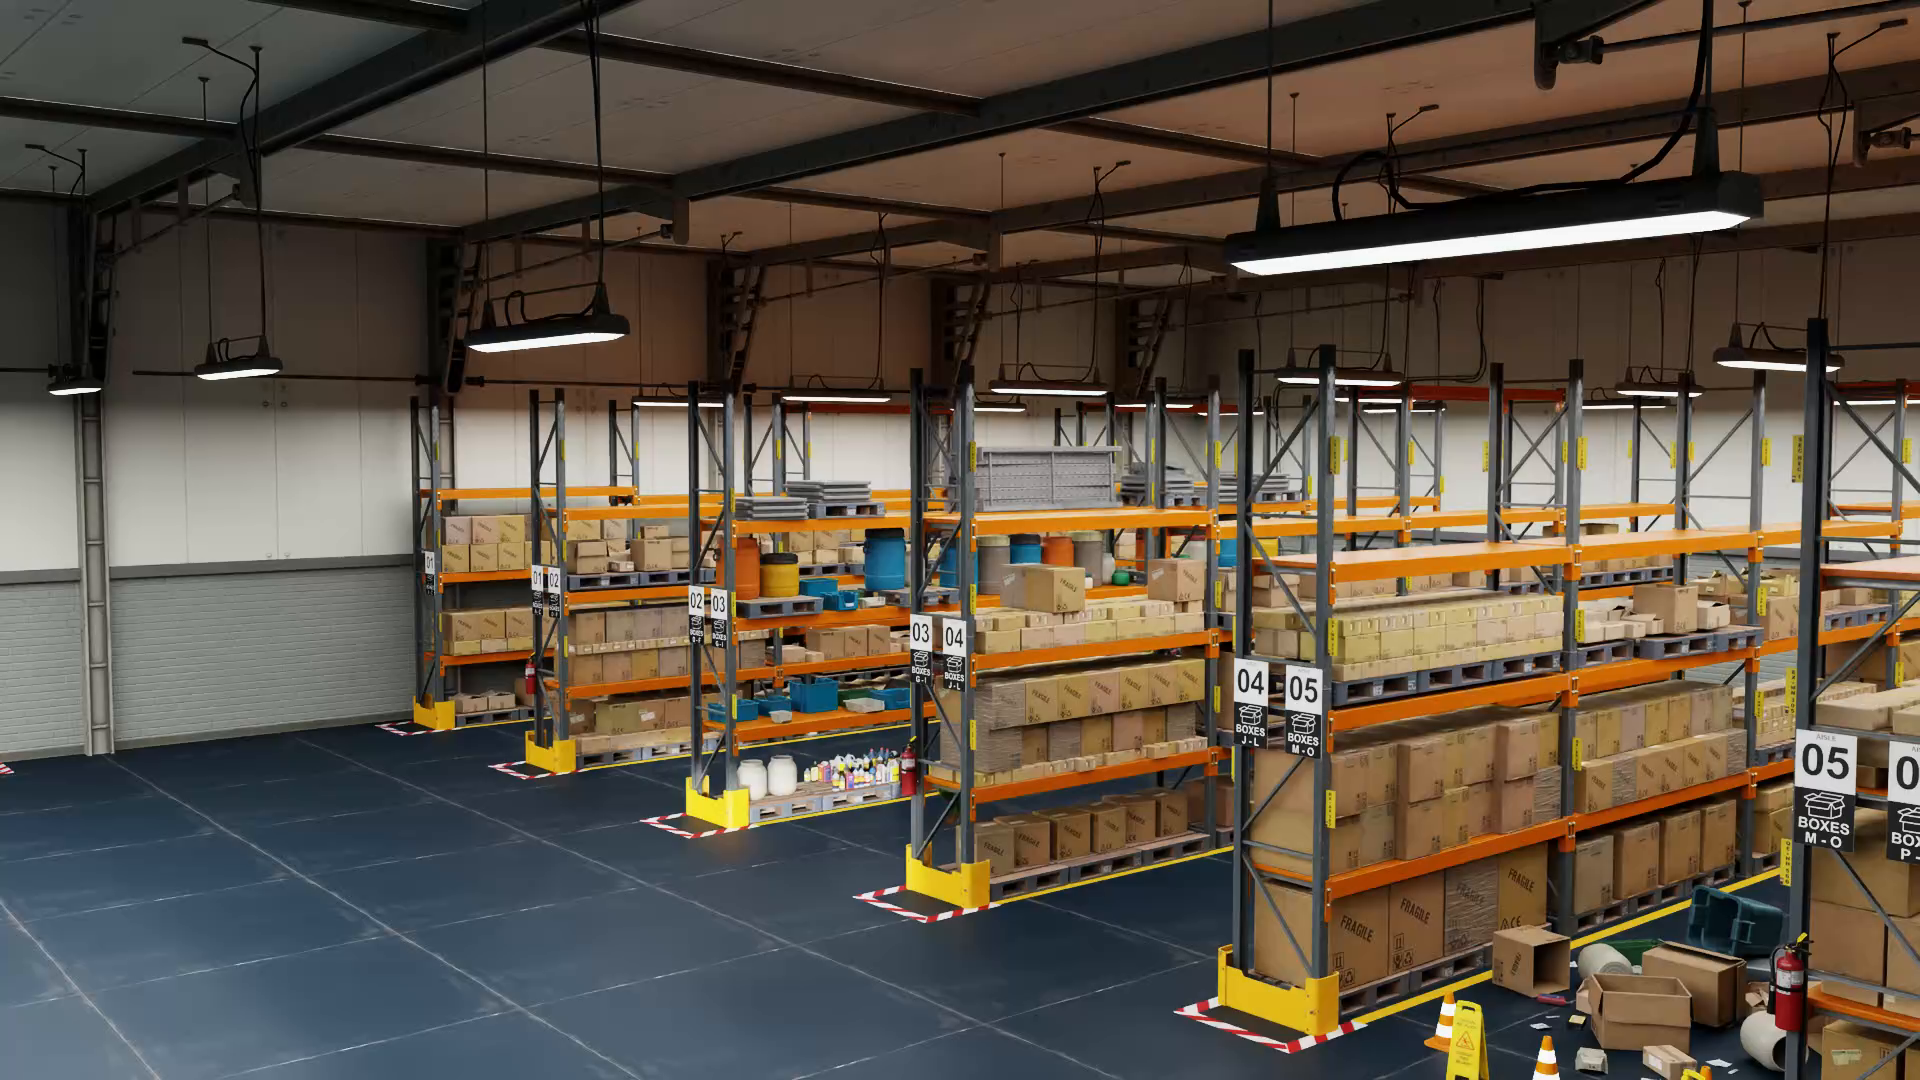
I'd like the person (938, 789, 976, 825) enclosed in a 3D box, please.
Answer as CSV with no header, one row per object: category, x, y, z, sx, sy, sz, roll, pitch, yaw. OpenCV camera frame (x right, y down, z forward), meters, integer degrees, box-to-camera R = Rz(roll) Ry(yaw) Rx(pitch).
person,-0.038,2.978,22.075,0.621,1.726,0.820,3,4,40
